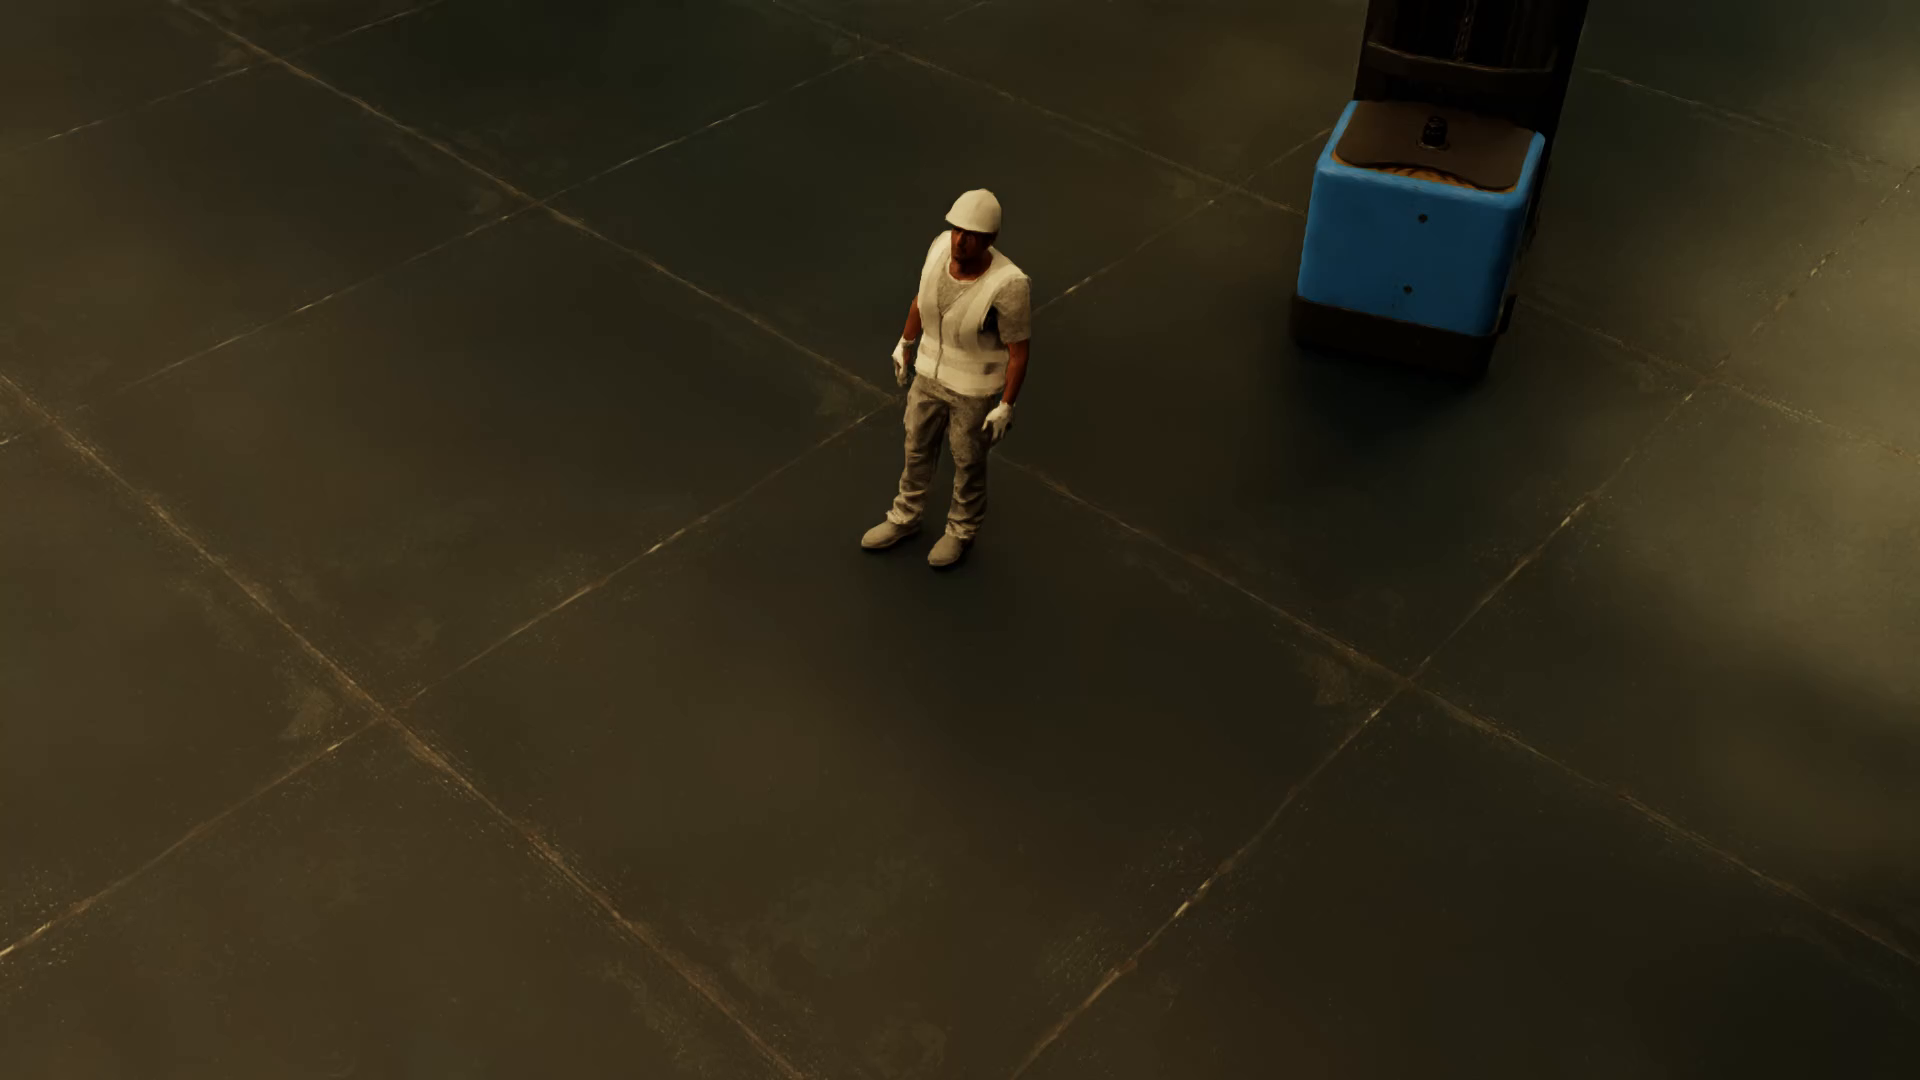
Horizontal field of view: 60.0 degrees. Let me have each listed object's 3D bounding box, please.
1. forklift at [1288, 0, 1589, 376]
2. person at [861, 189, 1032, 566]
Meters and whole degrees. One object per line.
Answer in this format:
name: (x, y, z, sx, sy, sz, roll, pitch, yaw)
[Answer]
forklift: (2.781, -2.921, 8.834, 1.130, 2.935, 3.031, 15, 43, 17)
person: (-0.054, -0.651, 7.058, 0.655, 1.782, 0.576, 31, 49, 31)
